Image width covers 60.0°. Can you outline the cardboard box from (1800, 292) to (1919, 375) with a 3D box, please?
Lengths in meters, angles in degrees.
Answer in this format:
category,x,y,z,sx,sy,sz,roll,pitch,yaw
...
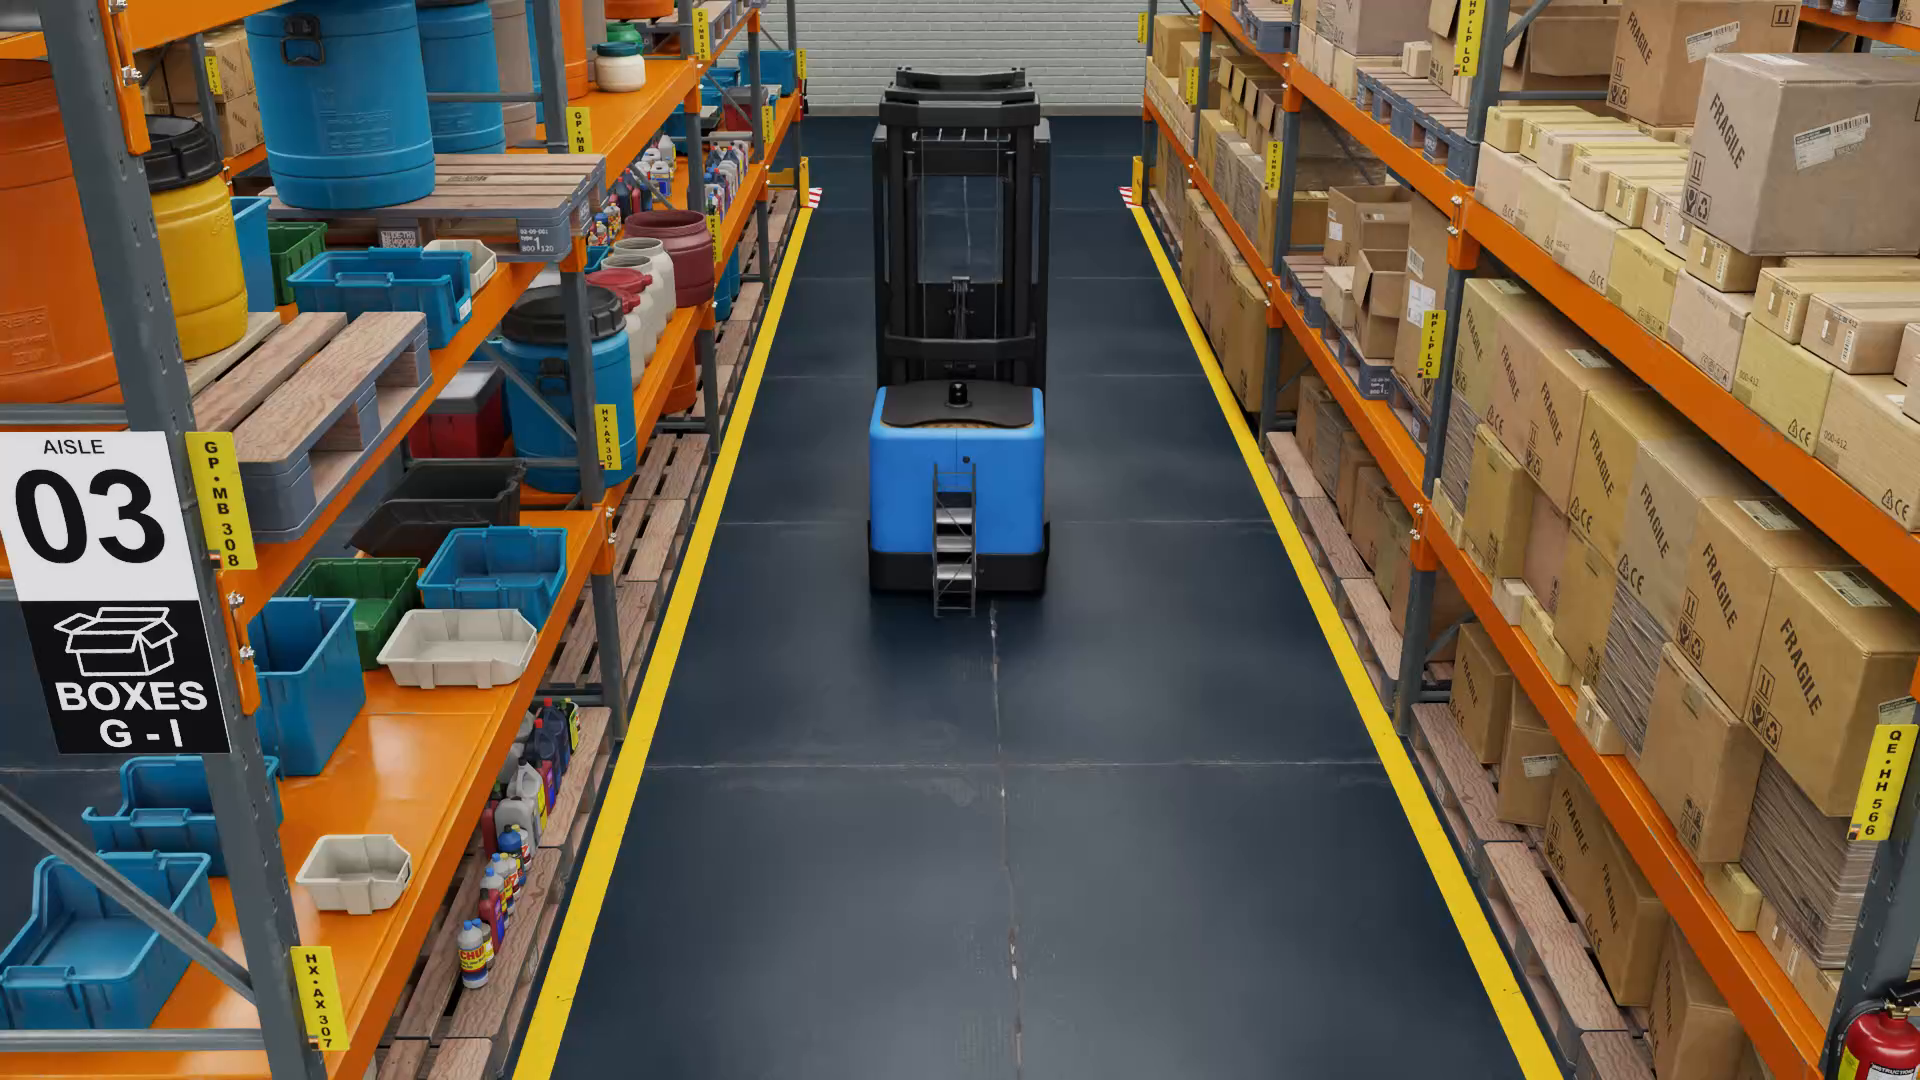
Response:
category,x,y,z,sx,sy,sz,roll,pitch,yaw
cardboard box,2.472,-0.547,4.378,0.380,0.149,0.250,-1,24,-3

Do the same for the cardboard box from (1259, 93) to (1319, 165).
category,x,y,z,sx,sy,sz,roll,pitch,yaw
cardboard box,2.702,-3.103,12.633,0.797,0.503,0.637,0,24,1

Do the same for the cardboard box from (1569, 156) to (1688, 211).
category,x,y,z,sx,sy,sz,roll,pitch,yaw
cardboard box,2.451,-1.295,6.031,0.380,0.149,0.250,-1,24,-2

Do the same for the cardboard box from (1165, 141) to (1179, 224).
category,x,y,z,sx,sy,sz,roll,pitch,yaw
cardboard box,2.707,-3.912,17.828,0.875,0.875,0.875,0,24,-1

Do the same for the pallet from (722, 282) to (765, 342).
category,x,y,z,sx,sy,sz,roll,pitch,yaw
pallet,-2.332,-2.068,15.066,1.003,0.211,1.213,0,24,-1

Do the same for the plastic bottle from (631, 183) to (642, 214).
category,x,y,z,sx,sy,sz,roll,pitch,yaw
plastic bottle,-2.556,-2.668,13.150,0.061,0.283,0.133,0,24,-1

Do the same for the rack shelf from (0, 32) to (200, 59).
category,x,y,z,sx,sy,sz,roll,pitch,yaw
rack shelf,-7.230,-3.851,12.857,1.077,0.370,4.000,0,24,-1

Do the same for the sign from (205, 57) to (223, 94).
category,x,y,z,sx,sy,sz,roll,pitch,yaw
sign,-6.697,-4.167,14.919,0.100,0.325,0.005,0,24,-1

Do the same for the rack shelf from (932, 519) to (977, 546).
category,x,y,z,sx,sy,sz,roll,pitch,yaw
rack shelf,-0.031,-0.044,9.607,0.258,0.077,0.200,0,27,1

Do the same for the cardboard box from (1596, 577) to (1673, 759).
category,x,y,z,sx,sy,sz,roll,pitch,yaw
cardboard box,2.719,0.446,5.641,0.875,0.500,0.500,0,24,-1

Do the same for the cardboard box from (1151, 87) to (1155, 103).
category,x,y,z,sx,sy,sz,roll,pitch,yaw
cardboard box,2.292,-4.854,18.147,0.380,0.149,0.250,-1,24,-2

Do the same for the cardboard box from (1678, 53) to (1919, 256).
category,x,y,z,sx,sy,sz,roll,pitch,yaw
cardboard box,2.515,-1.147,4.918,0.500,0.500,0.500,0,24,-1

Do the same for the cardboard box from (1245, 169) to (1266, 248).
category,x,y,z,sx,sy,sz,roll,pitch,yaw
cardboard box,2.445,-2.484,12.481,0.500,0.500,0.500,0,24,-1

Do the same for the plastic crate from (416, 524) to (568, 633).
category,x,y,z,sx,sy,sz,roll,pitch,yaw
plastic crate,-1.928,0.162,6.931,0.499,0.251,0.616,0,24,-1

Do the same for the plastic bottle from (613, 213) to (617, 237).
category,x,y,z,sx,sy,sz,roll,pitch,yaw
plastic bottle,-2.677,-2.426,12.715,0.097,0.201,0.097,0,24,0

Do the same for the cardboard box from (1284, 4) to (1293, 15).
category,x,y,z,sx,sy,sz,roll,pitch,yaw
cardboard box,2.619,-3.887,11.429,0.797,0.503,0.637,1,24,3

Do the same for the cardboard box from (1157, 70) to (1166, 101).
category,x,y,z,sx,sy,sz,roll,pitch,yaw
cardboard box,2.360,-4.774,17.487,0.500,0.250,0.500,-1,24,-2

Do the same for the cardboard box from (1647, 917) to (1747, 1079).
category,x,y,z,sx,sy,sz,roll,pitch,yaw
cardboard box,2.754,1.710,5.853,0.500,0.500,0.500,6,25,13

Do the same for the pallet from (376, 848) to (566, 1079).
category,x,y,z,sx,sy,sz,roll,pitch,yaw
pallet,-2.229,1.691,6.754,1.003,0.211,1.213,0,24,-1

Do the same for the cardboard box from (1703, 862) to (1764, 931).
category,x,y,z,sx,sy,sz,roll,pitch,yaw
cardboard box,2.519,1.058,5.075,0.380,0.149,0.250,0,24,-1

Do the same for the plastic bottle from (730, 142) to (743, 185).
category,x,y,z,sx,sy,sz,roll,pitch,yaw
plastic bottle,-1.961,-3.257,14.371,0.144,0.351,0.185,0,24,-1

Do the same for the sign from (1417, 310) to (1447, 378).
category,x,y,z,sx,sy,sz,roll,pitch,yaw
sign,2.186,-0.906,7.708,0.100,0.325,0.005,0,24,-1

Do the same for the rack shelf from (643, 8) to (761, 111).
category,x,y,z,sx,sy,sz,roll,pitch,yaw
rack shelf,-2.277,-3.871,12.903,1.077,0.370,4.000,0,24,-1

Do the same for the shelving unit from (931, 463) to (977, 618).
category,x,y,z,sx,sy,sz,roll,pitch,yaw
shelving unit,-0.031,0.006,9.633,0.258,0.900,0.210,0,27,1

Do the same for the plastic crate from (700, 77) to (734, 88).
category,x,y,z,sx,sy,sz,roll,pitch,yaw
plastic crate,-2.662,-4.881,18.033,0.416,0.233,0.300,0,24,-1

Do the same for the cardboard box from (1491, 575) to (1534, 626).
category,x,y,z,sx,sy,sz,roll,pitch,yaw
cardboard box,2.437,0.234,6.897,0.380,0.149,0.250,0,24,-1

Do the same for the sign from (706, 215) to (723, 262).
category,x,y,z,sx,sy,sz,roll,pitch,yaw
sign,-1.705,-2.088,11.529,0.100,0.325,0.005,0,24,-1

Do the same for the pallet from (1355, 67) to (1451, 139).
category,x,y,z,sx,sy,sz,roll,pitch,yaw
pallet,2.827,-2.346,8.884,1.213,0.211,1.003,0,24,-1

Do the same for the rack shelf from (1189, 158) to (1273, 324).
category,x,y,z,sx,sy,sz,roll,pitch,yaw
rack shelf,2.676,-2.527,13.570,1.077,0.370,4.000,0,24,-1

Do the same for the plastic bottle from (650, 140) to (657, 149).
category,x,y,z,sx,sy,sz,roll,pitch,yaw
plastic bottle,-2.720,-3.395,14.759,0.061,0.283,0.133,0,24,-1

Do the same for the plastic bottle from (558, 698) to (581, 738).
category,x,y,z,sx,sy,sz,roll,pitch,yaw
plastic bottle,-1.896,0.863,8.065,0.097,0.201,0.097,0,24,0

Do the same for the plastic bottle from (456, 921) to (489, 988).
category,x,y,z,sx,sy,sz,roll,pitch,yaw
plastic bottle,-1.876,1.582,6.388,0.097,0.271,0.097,0,24,0

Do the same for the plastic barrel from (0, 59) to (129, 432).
category,x,y,z,sx,sy,sz,roll,pitch,yaw
plastic barrel,-2.300,-0.665,3.910,0.600,0.830,0.708,0,24,-1

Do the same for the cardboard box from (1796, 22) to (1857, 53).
category,x,y,z,sx,sy,sz,roll,pitch,yaw
cardboard box,7.854,-4.483,15.327,0.500,0.500,0.500,0,24,1

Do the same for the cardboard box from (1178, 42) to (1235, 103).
category,x,y,z,sx,sy,sz,roll,pitch,yaw
cardboard box,2.380,-4.482,15.932,0.500,0.500,0.500,0,24,0

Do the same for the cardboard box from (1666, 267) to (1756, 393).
category,x,y,z,sx,sy,sz,roll,pitch,yaw
cardboard box,2.520,-0.647,5.082,0.500,0.250,0.500,0,24,1

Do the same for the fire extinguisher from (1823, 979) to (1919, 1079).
category,x,y,z,sx,sy,sz,roll,pitch,yaw
fire extinguisher,2.325,1.350,4.218,0.296,0.674,0.183,0,24,-1

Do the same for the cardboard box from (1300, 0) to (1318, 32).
category,x,y,z,sx,sy,sz,roll,pitch,yaw
cardboard box,2.446,-3.476,10.427,0.500,0.500,0.500,0,24,0

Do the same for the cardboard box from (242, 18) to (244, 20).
category,x,y,z,sx,sy,sz,roll,pitch,yaw
cardboard box,-7.540,-5.180,17.228,0.500,0.500,0.500,0,24,0

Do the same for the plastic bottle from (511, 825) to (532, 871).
category,x,y,z,sx,sy,sz,roll,pitch,yaw
plastic bottle,-1.884,1.306,7.084,0.097,0.201,0.097,0,24,0

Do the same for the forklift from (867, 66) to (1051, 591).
category,x,y,z,sx,sy,sz,roll,pitch,yaw
forklift,0.016,-1.594,10.717,1.130,2.935,3.031,1,24,1

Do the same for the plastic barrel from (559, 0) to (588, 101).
category,x,y,z,sx,sy,sz,roll,pitch,yaw
plastic barrel,-2.456,-2.962,9.498,0.600,0.830,0.708,0,24,-1

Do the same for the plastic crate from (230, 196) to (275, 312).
category,x,y,z,sx,sy,sz,roll,pitch,yaw
plastic crate,-2.490,-0.856,5.381,0.392,0.384,0.575,0,24,-1

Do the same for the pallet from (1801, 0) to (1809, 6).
category,x,y,z,sx,sy,sz,roll,pitch,yaw
pallet,7.515,-4.686,14.058,1.213,0.211,1.003,0,24,-1

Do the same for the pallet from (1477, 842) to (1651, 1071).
category,x,y,z,sx,sy,sz,roll,pitch,yaw
pallet,2.800,1.669,6.804,1.003,0.211,1.213,0,24,-1

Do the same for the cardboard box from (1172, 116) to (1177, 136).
category,x,y,z,sx,sy,sz,roll,pitch,yaw
cardboard box,2.312,-4.113,16.508,0.380,0.149,0.250,0,24,0

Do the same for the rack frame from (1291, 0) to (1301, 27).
category,x,y,z,sx,sy,sz,roll,pitch,yaw
rack frame,2.698,-4.764,10.364,1.000,3.000,0.127,0,24,-1

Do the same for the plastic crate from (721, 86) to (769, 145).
category,x,y,z,sx,sy,sz,roll,pitch,yaw
plastic crate,-2.058,-4.082,15.985,0.402,0.464,0.583,0,24,-1

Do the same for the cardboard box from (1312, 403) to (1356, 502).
category,x,y,z,sx,sy,sz,roll,pitch,yaw
cardboard box,2.744,-0.588,10.909,0.700,0.500,0.500,-2,24,-5

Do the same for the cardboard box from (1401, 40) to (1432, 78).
category,x,y,z,sx,sy,sz,roll,pitch,yaw
cardboard box,2.621,-2.606,9.006,0.380,0.166,0.250,-1,24,-2

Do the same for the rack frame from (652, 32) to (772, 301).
category,x,y,z,sx,sy,sz,roll,pitch,yaw
rack frame,-2.299,-3.657,15.195,1.000,3.000,0.127,0,24,-1

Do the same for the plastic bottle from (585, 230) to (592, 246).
category,x,y,z,sx,sy,sz,roll,pitch,yaw
plastic bottle,-2.686,-2.120,11.939,0.061,0.283,0.133,0,24,-1

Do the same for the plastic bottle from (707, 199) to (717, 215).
category,x,y,z,sx,sy,sz,roll,pitch,yaw
plastic bottle,-1.900,-2.476,12.726,0.061,0.283,0.133,0,24,-1

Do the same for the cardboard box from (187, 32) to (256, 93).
category,x,y,z,sx,sy,sz,roll,pitch,yaw
cardboard box,-6.982,-4.545,15.825,0.500,0.500,0.500,-1,24,-2

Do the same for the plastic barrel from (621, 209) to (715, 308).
category,x,y,z,sx,sy,sz,roll,pitch,yaw
plastic barrel,-1.947,-1.880,11.103,0.600,0.536,0.708,0,24,-1

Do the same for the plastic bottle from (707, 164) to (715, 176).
category,x,y,z,sx,sy,sz,roll,pitch,yaw
plastic bottle,-2.085,-3.015,13.932,0.097,0.271,0.097,0,24,0

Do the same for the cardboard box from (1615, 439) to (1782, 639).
category,x,y,z,sx,sy,sz,roll,pitch,yaw
cardboard box,2.518,-0.008,5.433,0.500,0.500,0.500,0,24,-1

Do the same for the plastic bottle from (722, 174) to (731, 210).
category,x,y,z,sx,sy,sz,roll,pitch,yaw
plastic bottle,-1.909,-2.838,13.527,0.061,0.283,0.133,0,24,-1
